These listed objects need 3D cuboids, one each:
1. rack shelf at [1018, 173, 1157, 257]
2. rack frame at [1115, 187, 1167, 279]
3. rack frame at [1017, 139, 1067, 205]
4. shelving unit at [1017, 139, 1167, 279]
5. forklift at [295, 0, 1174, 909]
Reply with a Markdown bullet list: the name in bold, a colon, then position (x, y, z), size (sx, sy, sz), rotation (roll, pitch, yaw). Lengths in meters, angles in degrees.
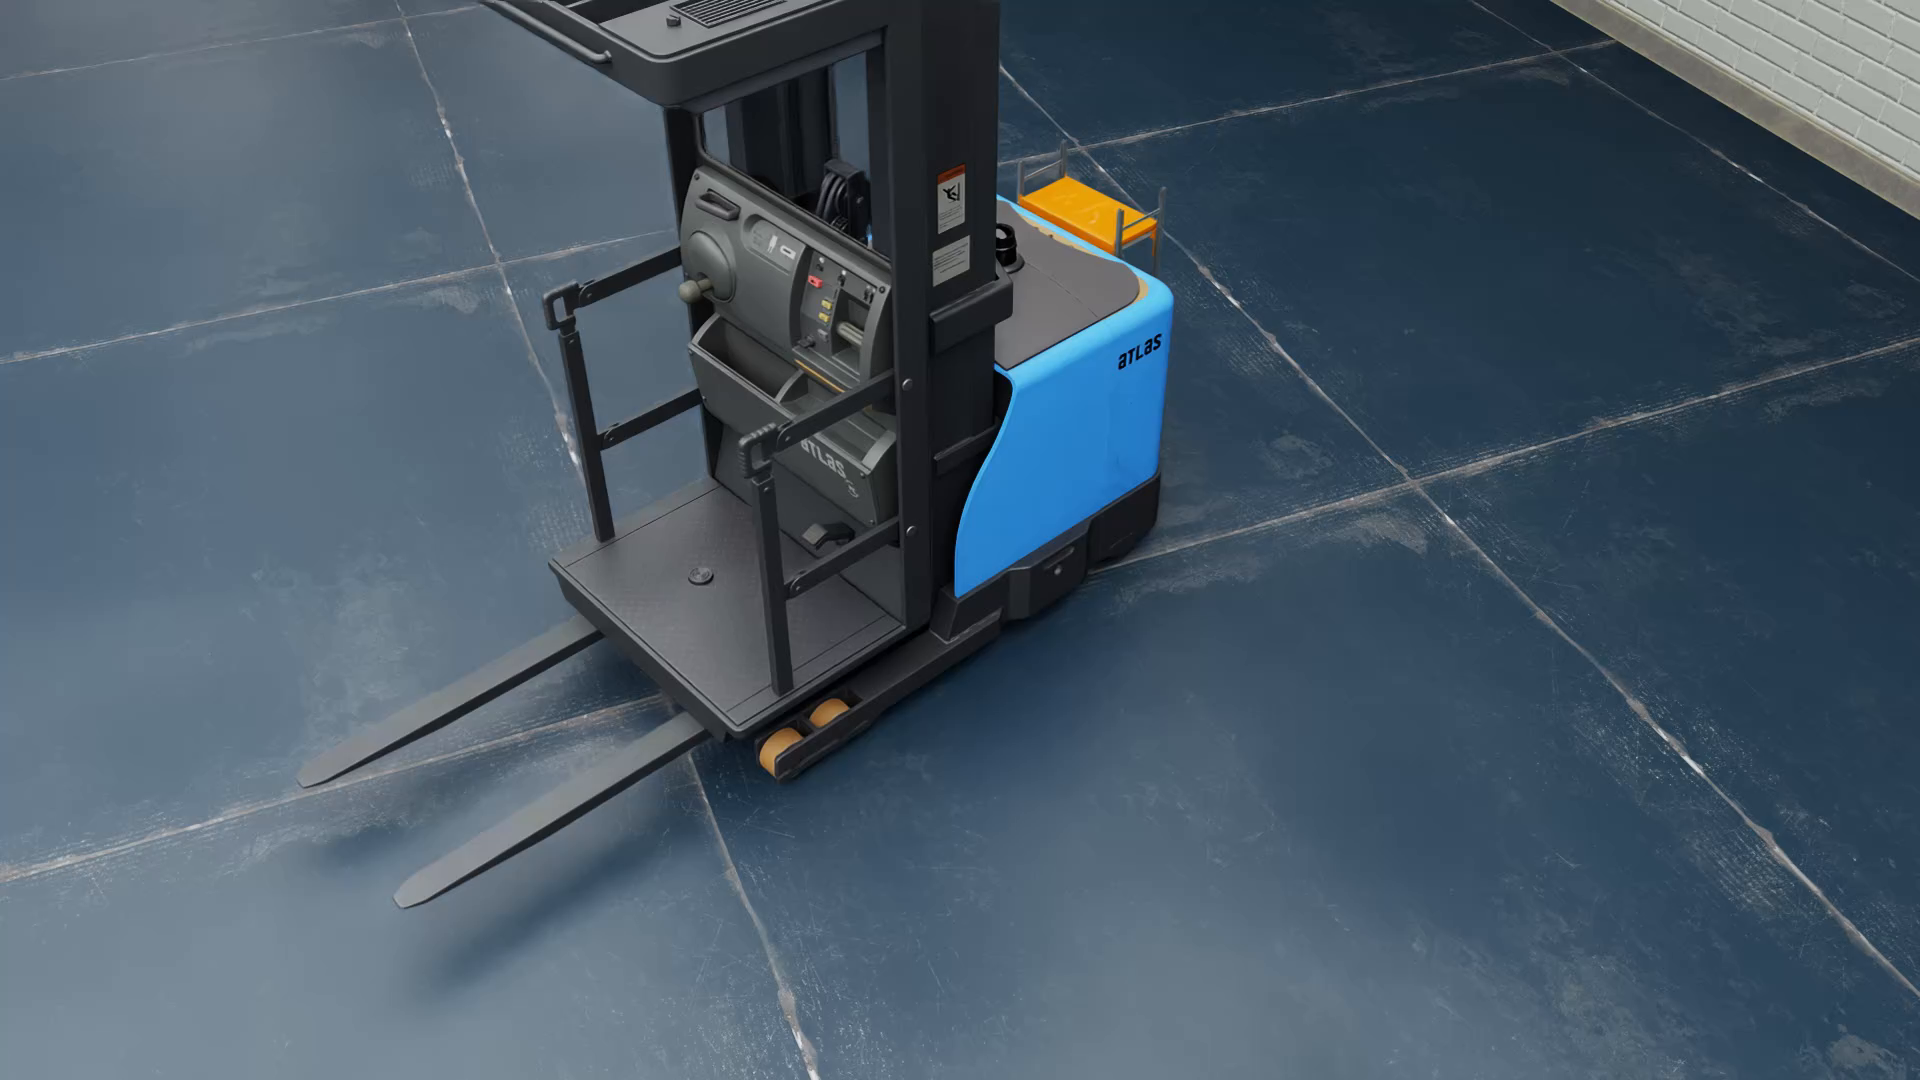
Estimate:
- **rack shelf**: position (0.468, -1.147, 6.061), size (0.258, 0.148, 0.480), rotation (-31, 50, -31)
- **rack frame**: position (0.635, -0.733, 6.182), size (0.240, 1.200, 0.015), rotation (-31, 50, -31)
- **rack frame**: position (0.301, -0.965, 6.452), size (0.240, 1.200, 0.015), rotation (-31, 50, -31)
- **shelving unit**: position (0.468, -0.849, 6.317), size (0.258, 1.200, 0.503), rotation (-31, 50, -31)
- **forklift**: position (-0.688, -0.727, 4.847), size (3.031, 2.935, 1.130), rotation (-31, 49, -31)
